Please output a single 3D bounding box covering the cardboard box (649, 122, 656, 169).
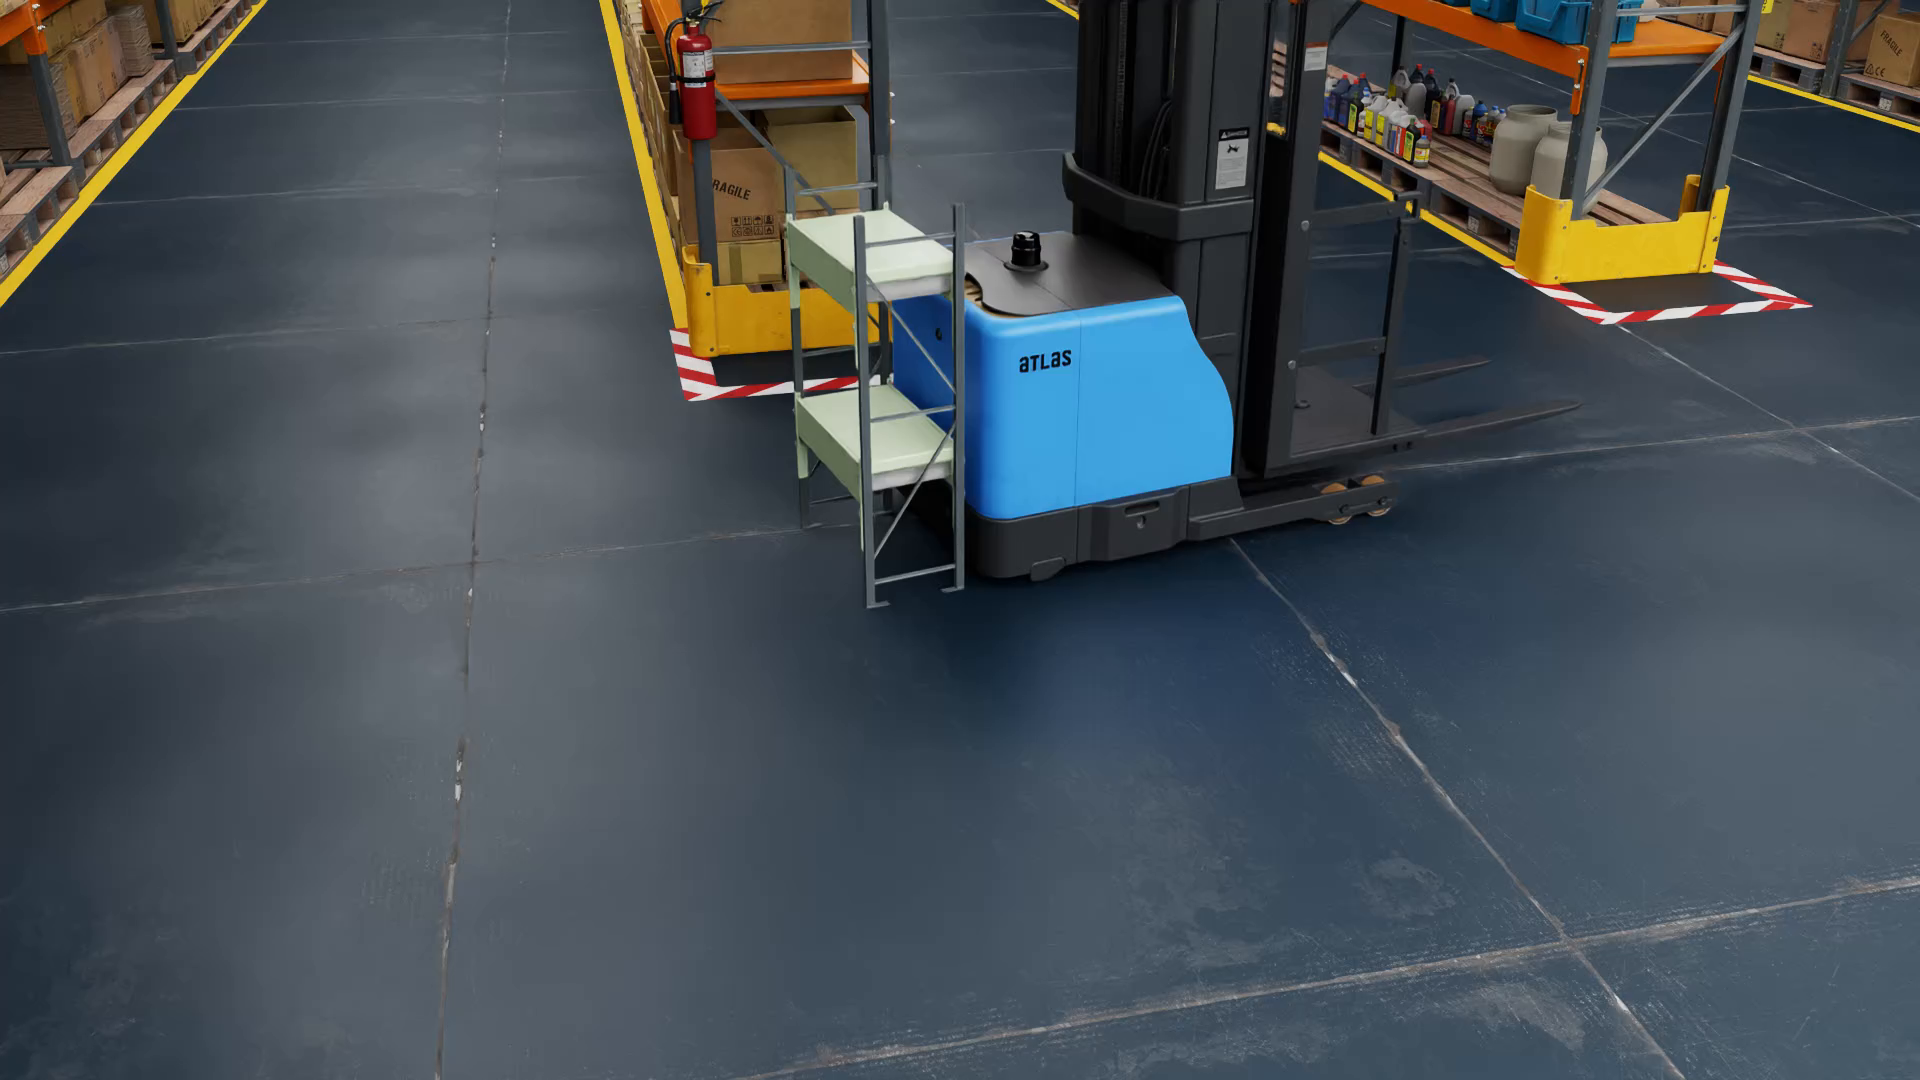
[{"bbox_3d":[-1.839,-2.688,11.332,0.500,0.250,0.500,-6,27,-12],"label":"cardboard box"}]

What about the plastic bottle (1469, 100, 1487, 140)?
[{"bbox_3d":[3.722,-3.017,11.938,0.097,0.271,0.097,0,27,0],"label":"plastic bottle"}]

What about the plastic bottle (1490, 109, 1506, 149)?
[{"bbox_3d":[3.790,-2.884,11.675,0.097,0.271,0.097,0,27,0],"label":"plastic bottle"}]

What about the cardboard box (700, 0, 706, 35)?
[{"bbox_3d":[-1.070,-2.907,9.070,0.700,0.500,0.500,-5,27,-10],"label":"cardboard box"}]

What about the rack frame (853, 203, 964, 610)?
[{"bbox_3d":[-0.171,-0.449,5.975,0.400,1.500,0.023,-11,29,-21],"label":"rack frame"}]

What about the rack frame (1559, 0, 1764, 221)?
[{"bbox_3d":[3.972,-2.928,9.221,1.000,3.000,0.127,-6,27,-12],"label":"rack frame"}]

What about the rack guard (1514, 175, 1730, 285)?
[{"bbox_3d":[3.909,-1.840,9.841,1.175,0.500,0.348,-6,27,-12],"label":"rack guard"}]

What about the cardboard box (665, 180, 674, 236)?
[{"bbox_3d":[-1.502,-2.029,10.027,0.500,0.250,0.500,-6,27,-12],"label":"cardboard box"}]

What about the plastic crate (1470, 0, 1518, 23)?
[{"bbox_3d":[3.427,-3.336,10.196,0.499,0.251,0.408,-6,27,-12],"label":"plastic crate"}]

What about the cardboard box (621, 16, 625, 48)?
[{"bbox_3d":[-2.826,-4.638,15.196,0.500,0.250,0.500,-6,27,-12],"label":"cardboard box"}]

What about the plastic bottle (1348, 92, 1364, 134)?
[{"bbox_3d":[2.888,-3.111,12.112,0.061,0.283,0.133,-5,27,-9],"label":"plastic bottle"}]

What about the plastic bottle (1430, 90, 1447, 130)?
[{"bbox_3d":[3.519,-3.166,12.220,0.061,0.283,0.133,-6,27,-12],"label":"plastic bottle"}]

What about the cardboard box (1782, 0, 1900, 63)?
[{"bbox_3d":[7.779,-4.539,14.699,0.700,0.500,0.500,-8,28,-16],"label":"cardboard box"}]

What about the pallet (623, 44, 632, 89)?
[{"bbox_3d":[-2.510,-4.328,15.091,1.003,0.211,1.213,-6,27,-12],"label":"pallet"}]

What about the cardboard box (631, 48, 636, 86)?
[{"bbox_3d":[-2.473,-3.965,13.862,0.500,0.250,0.500,-5,27,-11],"label":"cardboard box"}]

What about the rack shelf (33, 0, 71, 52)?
[{"bbox_3d":[-7.032,-4.234,12.609,1.077,0.370,4.000,-6,27,-12],"label":"rack shelf"}]

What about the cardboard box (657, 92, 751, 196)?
[{"bbox_3d":[-1.505,-2.364,9.857,0.500,0.500,0.500,-6,27,-12],"label":"cardboard box"}]

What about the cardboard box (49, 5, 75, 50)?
[{"bbox_3d":[-6.987,-3.835,12.473,0.500,0.250,0.500,-7,28,-13],"label":"cardboard box"}]

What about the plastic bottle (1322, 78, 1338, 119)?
[{"bbox_3d":[2.815,-3.341,12.574,0.152,0.276,0.135,-5,27,-10],"label":"plastic bottle"}]

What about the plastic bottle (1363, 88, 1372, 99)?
[{"bbox_3d":[2.999,-3.214,12.329,0.097,0.271,0.097,0,27,0],"label":"plastic bottle"}]

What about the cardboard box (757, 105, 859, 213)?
[{"bbox_3d":[-0.873,-2.198,9.530,0.500,0.500,0.500,-6,27,-12],"label":"cardboard box"}]

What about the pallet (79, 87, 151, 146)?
[{"bbox_3d":[-7.037,-3.311,13.076,1.003,0.211,1.213,-6,27,-12],"label":"pallet"}]

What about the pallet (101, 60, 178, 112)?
[{"bbox_3d":[-7.308,-3.846,14.135,1.003,0.211,1.213,-6,27,-12],"label":"pallet"}]

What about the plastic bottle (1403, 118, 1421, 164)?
[{"bbox_3d":[3.087,-2.723,11.341,0.061,0.283,0.133,-5,27,-10],"label":"plastic bottle"}]

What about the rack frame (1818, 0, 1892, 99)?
[{"bbox_3d":[7.896,-5.187,13.697,1.000,3.000,0.127,-6,27,-12],"label":"rack frame"}]

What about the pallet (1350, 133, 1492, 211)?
[{"bbox_3d":[3.460,-2.603,11.673,1.003,0.211,1.213,-6,27,-12],"label":"pallet"}]

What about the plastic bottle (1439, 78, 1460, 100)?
[{"bbox_3d":[3.613,-3.218,12.248,0.144,0.351,0.185,-6,27,-12],"label":"plastic bottle"}]

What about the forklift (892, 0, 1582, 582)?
[{"bbox_3d":[1.273,-1.577,6.622,3.031,2.935,1.130,-11,29,-21],"label":"forklift"}]

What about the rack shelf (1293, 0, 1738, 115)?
[{"bbox_3d":[3.522,-3.484,11.123,1.077,0.370,4.000,-6,27,-12],"label":"rack shelf"}]

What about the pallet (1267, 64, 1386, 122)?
[{"bbox_3d":[2.856,-3.780,14.004,1.003,0.211,1.213,-6,27,-12],"label":"pallet"}]

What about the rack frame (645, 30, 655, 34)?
[{"bbox_3d":[-1.756,-4.182,11.707,1.000,3.000,0.127,-6,27,-12],"label":"rack frame"}]

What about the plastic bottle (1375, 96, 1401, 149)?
[{"bbox_3d":[3.029,-2.950,11.717,0.144,0.351,0.185,-5,27,-9],"label":"plastic bottle"}]

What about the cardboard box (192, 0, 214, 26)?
[{"bbox_3d":[-7.712,-5.383,16.005,0.750,0.750,0.750,-6,27,-12],"label":"cardboard box"}]

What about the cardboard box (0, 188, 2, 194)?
[{"bbox_3d":[-6.309,-2.307,10.277,0.500,0.500,0.500,-8,28,-15],"label":"cardboard box"}]

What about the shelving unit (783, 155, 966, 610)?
[{"bbox_3d":[-0.320,-0.600,6.273,0.431,1.500,0.755,-11,29,-21],"label":"shelving unit"}]

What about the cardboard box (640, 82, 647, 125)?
[{"bbox_3d":[-2.132,-3.295,12.534,0.500,0.250,0.500,-6,27,-12],"label":"cardboard box"}]

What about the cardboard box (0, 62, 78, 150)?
[{"bbox_3d":[-6.763,-3.080,11.808,0.700,0.500,0.500,-5,27,-10],"label":"cardboard box"}]

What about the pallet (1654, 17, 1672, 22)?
[{"bbox_3d":[7.170,-5.355,17.124,1.003,0.211,1.213,-6,27,-12],"label":"pallet"}]

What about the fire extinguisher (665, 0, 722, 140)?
[{"bbox_3d":[-1.280,-2.293,8.049,0.296,0.674,0.183,-6,27,-12],"label":"fire extinguisher"}]

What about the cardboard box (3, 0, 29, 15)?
[{"bbox_3d":[-6.179,-3.442,10.386,0.500,0.250,0.500,-6,27,-11],"label":"cardboard box"}]

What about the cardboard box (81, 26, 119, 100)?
[{"bbox_3d":[-7.127,-3.750,13.137,0.700,0.500,0.500,-6,27,-12],"label":"cardboard box"}]

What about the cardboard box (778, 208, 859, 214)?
[{"bbox_3d":[-0.875,-1.863,9.698,0.500,0.250,0.500,-6,27,-12],"label":"cardboard box"}]

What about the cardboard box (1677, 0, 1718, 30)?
[{"bbox_3d":[7.437,-5.241,16.090,0.700,0.500,0.500,-4,27,-7],"label":"cardboard box"}]

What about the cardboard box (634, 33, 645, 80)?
[{"bbox_3d":[-2.250,-3.769,12.851,0.500,0.311,0.500,-5,27,-10],"label":"cardboard box"}]

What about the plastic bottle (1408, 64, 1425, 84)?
[{"bbox_3d":[3.497,-3.444,12.696,0.144,0.351,0.185,-7,28,-13],"label":"plastic bottle"}]

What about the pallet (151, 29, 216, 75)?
[{"bbox_3d":[-7.587,-4.543,15.515,1.003,0.211,1.213,-6,27,-12],"label":"pallet"}]

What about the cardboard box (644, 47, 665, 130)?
[{"bbox_3d":[-1.836,-3.023,11.163,0.500,0.500,0.500,-6,27,-12],"label":"cardboard box"}]

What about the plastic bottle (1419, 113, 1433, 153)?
[{"bbox_3d":[3.205,-2.798,11.490,0.061,0.283,0.133,-6,27,-12],"label":"plastic bottle"}]

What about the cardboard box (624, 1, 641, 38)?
[{"bbox_3d":[-2.586,-4.435,14.171,0.500,0.311,0.500,-7,28,-13],"label":"cardboard box"}]

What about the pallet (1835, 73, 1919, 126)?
[{"bbox_3d":[8.082,-3.650,13.748,1.003,0.211,1.213,-6,27,-12],"label":"pallet"}]

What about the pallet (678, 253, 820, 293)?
[{"bbox_3d":[-1.068,-1.513,9.513,1.003,0.211,1.213,-6,27,-12],"label":"pallet"}]
